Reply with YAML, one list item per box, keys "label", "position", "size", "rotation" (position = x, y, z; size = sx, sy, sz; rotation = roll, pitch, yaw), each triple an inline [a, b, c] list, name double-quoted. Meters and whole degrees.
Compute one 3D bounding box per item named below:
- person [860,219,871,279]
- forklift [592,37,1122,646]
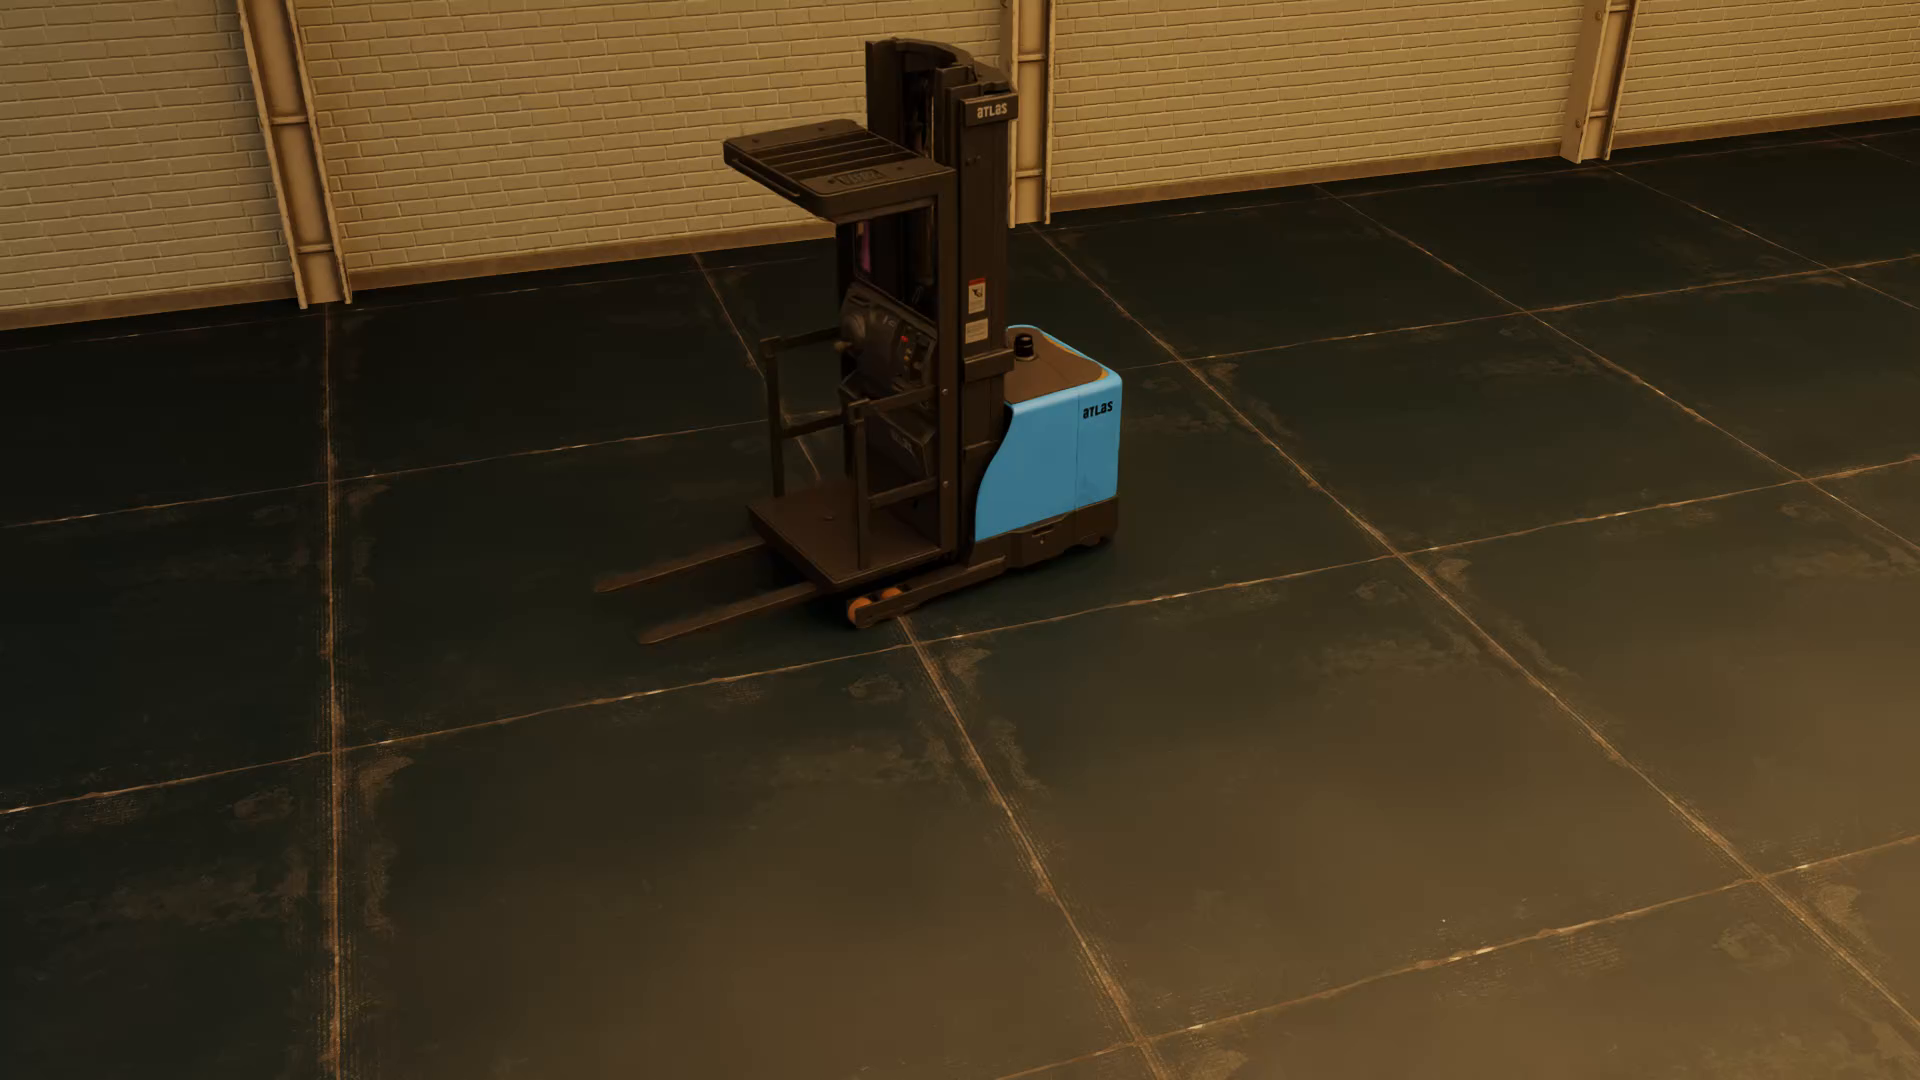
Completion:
- label: "person"
  position: [-0.532, -1.978, 11.878]
  size: [0.353, 1.583, 0.596]
  rotation: [-5, 30, -8]
- label: "forklift"
  position: [-0.570, -1.082, 8.968]
  size: [3.031, 2.935, 1.130]
  rotation: [-18, 34, -28]
